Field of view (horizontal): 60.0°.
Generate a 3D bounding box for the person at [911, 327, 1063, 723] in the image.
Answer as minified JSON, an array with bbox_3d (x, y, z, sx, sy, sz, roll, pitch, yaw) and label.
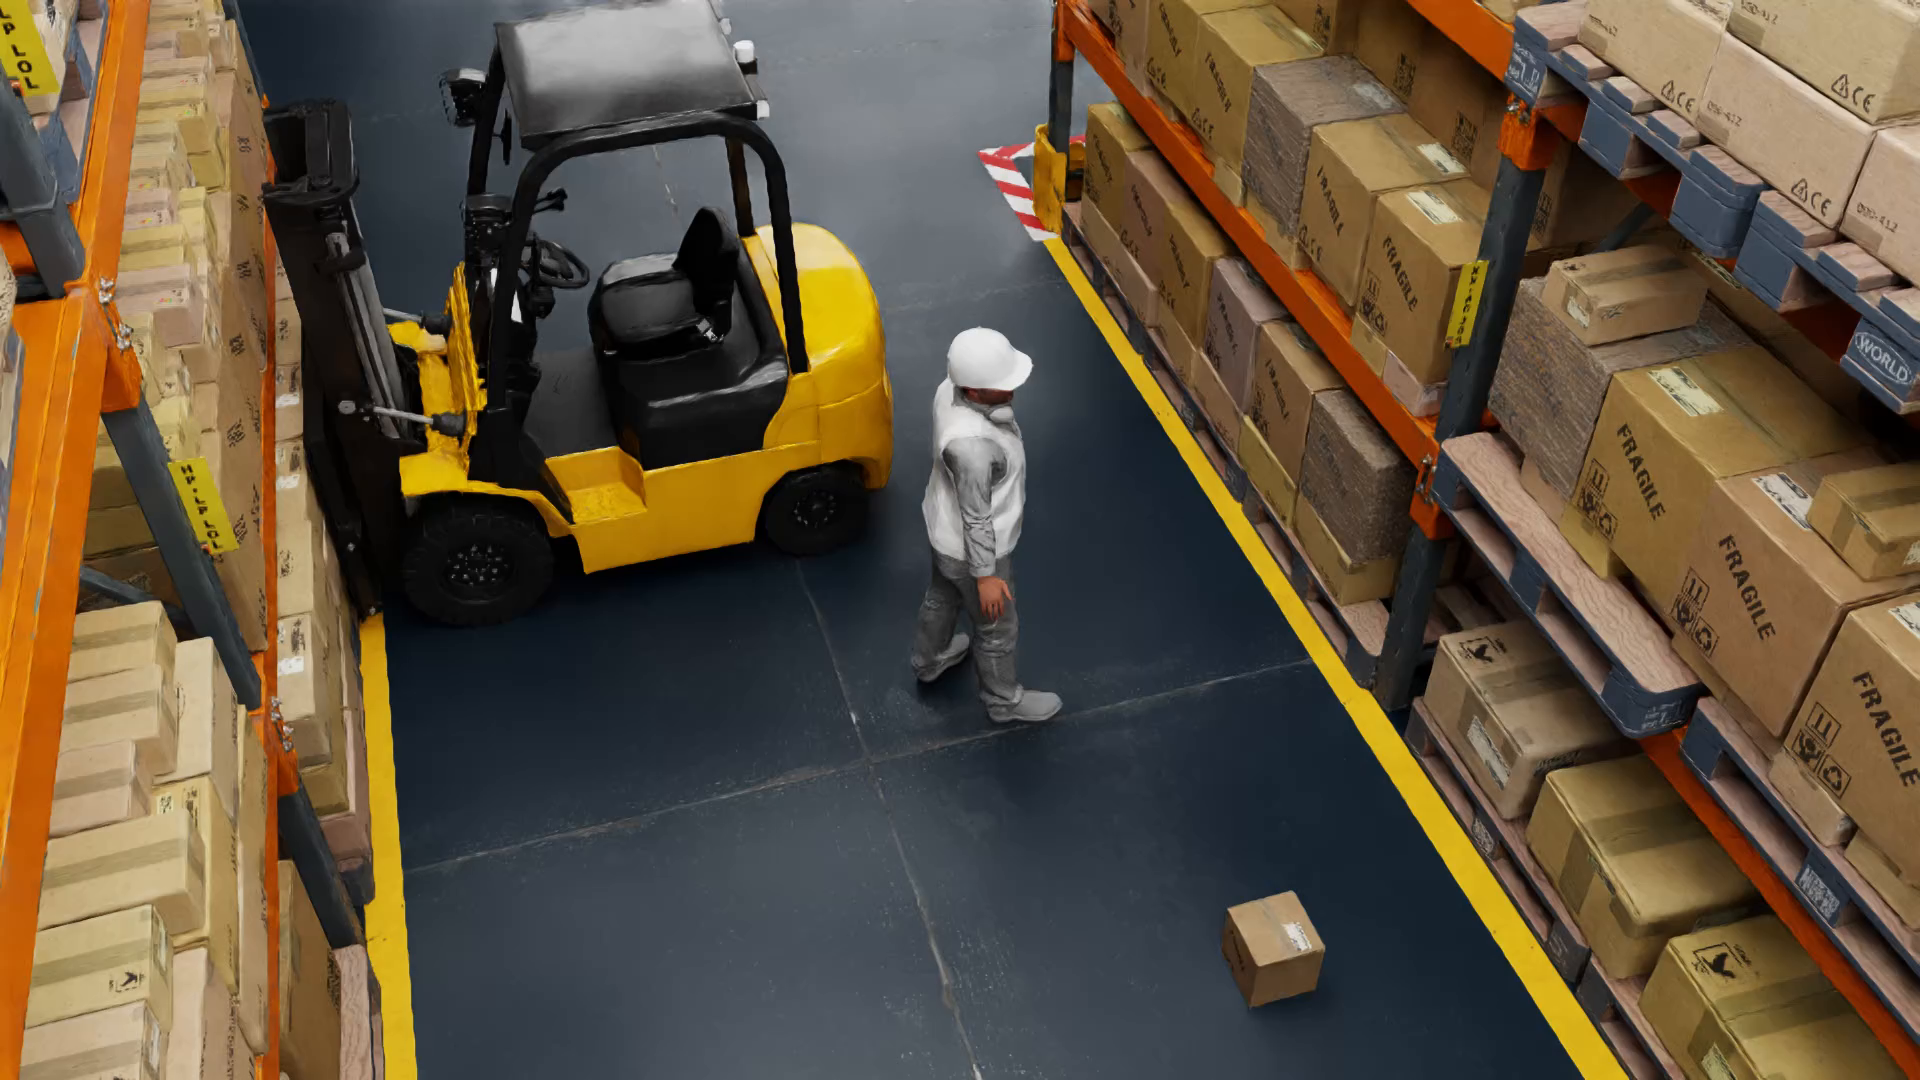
[{"bbox_3d":[0.106,-0.034,6.141,0.575,1.770,0.648,-6,42,-6],"label":"person"}]
